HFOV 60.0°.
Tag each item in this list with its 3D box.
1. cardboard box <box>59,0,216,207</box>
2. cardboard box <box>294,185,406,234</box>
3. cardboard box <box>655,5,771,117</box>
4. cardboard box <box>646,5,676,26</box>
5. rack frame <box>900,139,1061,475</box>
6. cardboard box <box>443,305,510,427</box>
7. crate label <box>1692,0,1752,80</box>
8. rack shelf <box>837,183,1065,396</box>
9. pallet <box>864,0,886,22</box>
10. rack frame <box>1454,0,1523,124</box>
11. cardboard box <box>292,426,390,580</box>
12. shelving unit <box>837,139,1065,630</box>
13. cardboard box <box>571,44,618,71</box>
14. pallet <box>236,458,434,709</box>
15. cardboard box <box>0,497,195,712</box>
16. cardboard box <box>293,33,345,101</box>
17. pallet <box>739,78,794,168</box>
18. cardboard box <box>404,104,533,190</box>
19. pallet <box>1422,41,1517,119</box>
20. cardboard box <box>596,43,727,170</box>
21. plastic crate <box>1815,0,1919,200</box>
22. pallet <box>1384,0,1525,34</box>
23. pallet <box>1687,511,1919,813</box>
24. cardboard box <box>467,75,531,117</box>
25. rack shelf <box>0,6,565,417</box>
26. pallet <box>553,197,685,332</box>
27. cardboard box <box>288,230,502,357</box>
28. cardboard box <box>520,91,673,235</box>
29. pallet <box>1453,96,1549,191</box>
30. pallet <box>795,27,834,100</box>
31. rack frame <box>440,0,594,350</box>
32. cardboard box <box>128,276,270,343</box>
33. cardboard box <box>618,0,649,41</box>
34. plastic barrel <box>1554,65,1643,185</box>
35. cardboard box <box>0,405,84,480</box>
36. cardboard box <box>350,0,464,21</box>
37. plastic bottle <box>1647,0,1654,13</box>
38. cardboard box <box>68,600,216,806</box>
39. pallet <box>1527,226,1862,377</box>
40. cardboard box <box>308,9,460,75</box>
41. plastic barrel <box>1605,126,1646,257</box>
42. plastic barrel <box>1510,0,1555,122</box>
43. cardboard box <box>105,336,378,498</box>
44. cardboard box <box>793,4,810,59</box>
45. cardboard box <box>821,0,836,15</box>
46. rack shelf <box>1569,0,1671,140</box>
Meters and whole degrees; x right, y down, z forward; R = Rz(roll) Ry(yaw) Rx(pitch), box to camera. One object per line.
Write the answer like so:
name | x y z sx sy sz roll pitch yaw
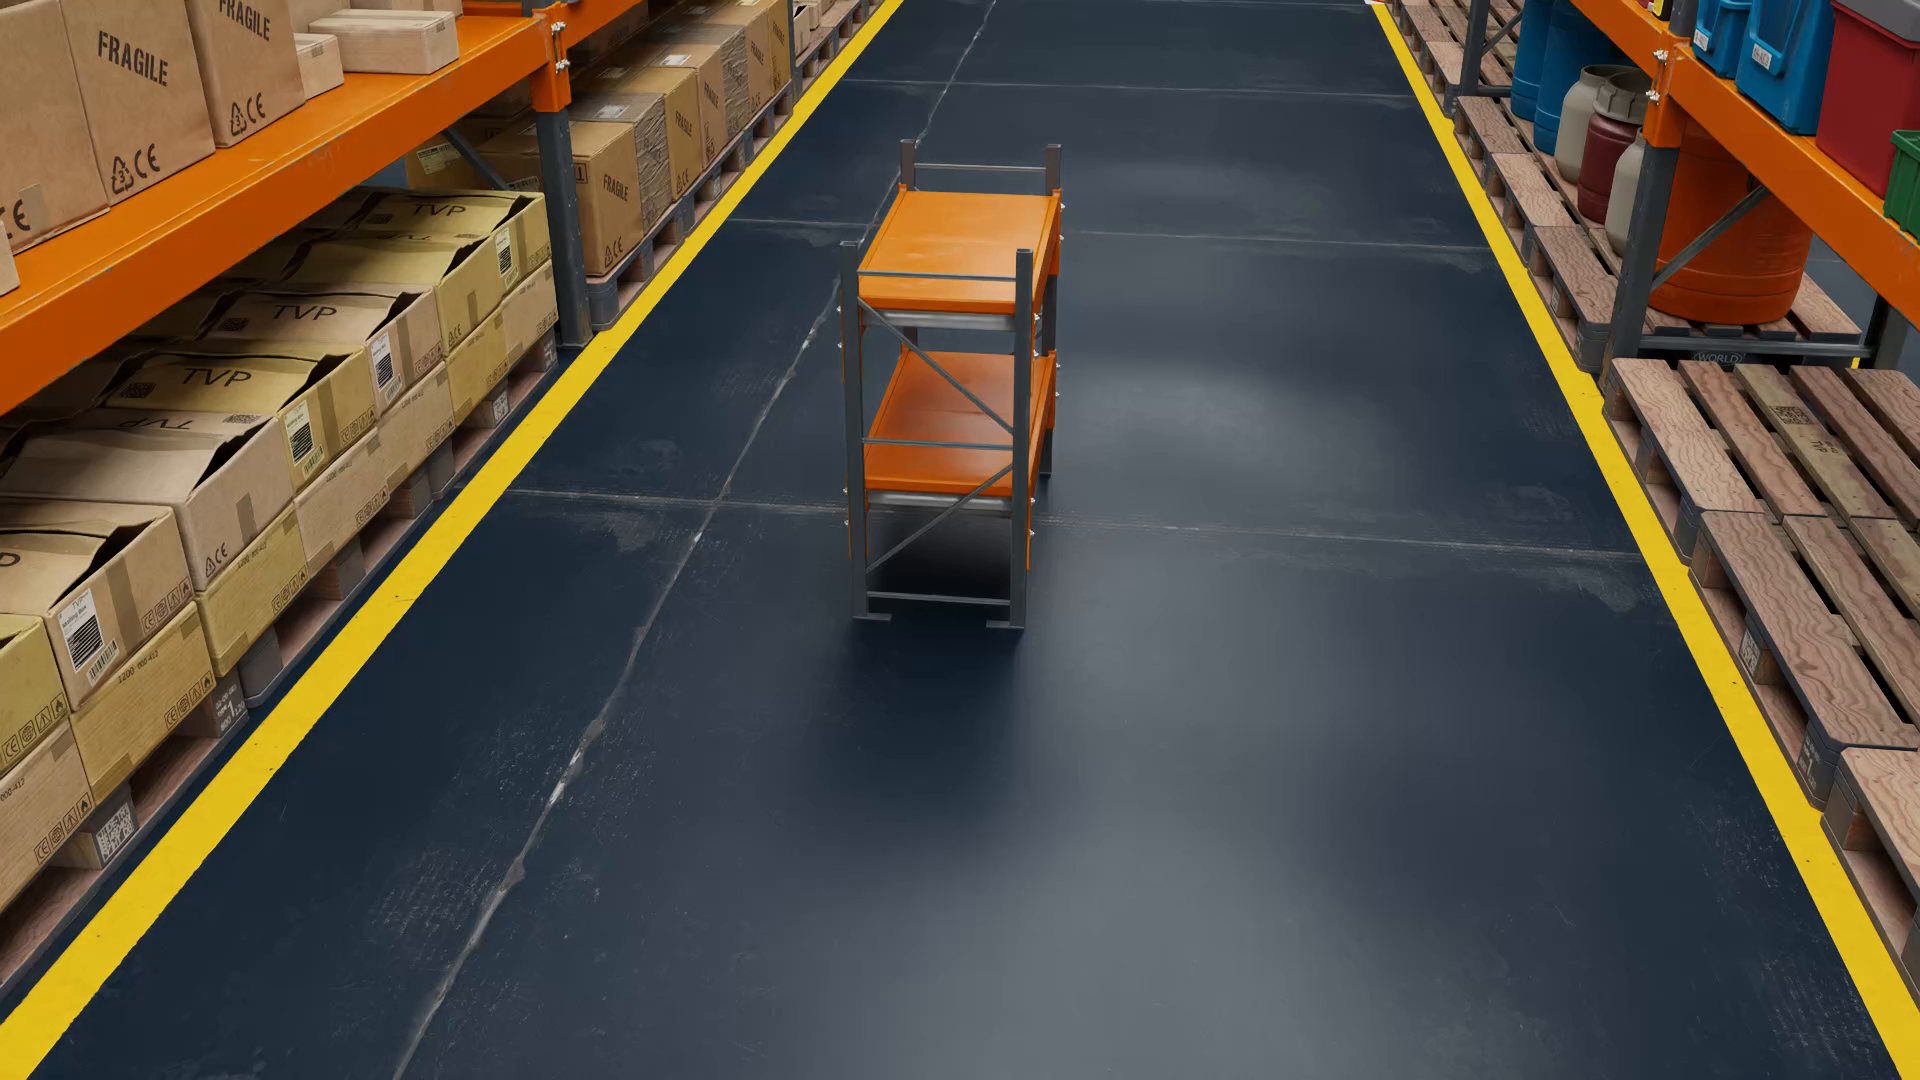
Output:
cardboard box | -2.250 -1.145 4.108 0.500 0.500 0.500 3 28 6
cardboard box | -2.352 -1.132 6.053 0.500 0.311 0.500 4 29 8
cardboard box | -1.351 -2.635 9.150 0.500 0.500 0.500 3 29 6
cardboard box | -1.862 -2.651 9.179 0.500 0.500 0.500 4 29 7
rack frame | 0.063 -0.738 5.433 0.500 1.125 0.032 3 28 6
cardboard box | -1.878 -0.610 5.675 0.500 0.250 0.500 3 28 6
crate label | 2.496 -1.600 5.234 0.303 0.233 0.416 3 28 6
rack shelf | 0.001 -0.756 4.850 0.538 0.278 1.000 3 28 6
pallet | -1.122 -4.267 12.948 1.003 0.211 1.213 3 28 6
rack frame | 3.409 -3.733 9.017 1.000 3.000 0.127 3 28 6
cardboard box | -2.003 -0.131 4.786 0.500 0.250 0.500 4 29 7
shelving unit | 0.001 -0.498 4.989 0.538 1.125 1.048 3 28 6
cardboard box | -1.993 -2.178 8.302 0.500 0.500 0.500 2 28 4
pallet | -2.288 0.046 4.943 1.003 0.211 1.213 3 28 6
cardboard box | -2.122 0.106 3.755 0.500 0.311 0.500 3 28 6
cardboard box | -2.097 -1.426 4.999 0.380 0.149 0.250 5 29 10
pallet | -1.568 -2.410 9.501 1.003 0.211 1.213 3 28 6
cardboard box | -2.115 -1.687 7.390 0.500 0.500 0.500 4 29 8
pallet | 3.461 -2.854 10.325 1.003 0.211 1.213 3 28 6
cardboard box | -1.473 -2.159 8.267 0.500 0.500 0.500 2 28 4
plastic crate | 2.418 -1.136 4.128 0.402 0.464 0.583 3 28 6
pallet | 3.760 -4.002 12.457 1.003 0.211 1.213 3 28 6
pallet | 2.634 0.312 4.447 1.003 0.211 1.213 3 28 6
cardboard box | -2.112 -2.044 7.262 0.500 0.250 0.500 4 29 8
rack shelf | -2.241 -0.882 4.482 1.077 0.370 4.000 3 28 6
pallet | -1.867 -1.261 7.369 1.003 0.211 1.213 3 28 6
cardboard box | -1.873 -0.855 5.540 0.500 0.311 0.500 3 28 5
cardboard box | -1.598 -1.677 7.373 0.500 0.500 0.500 2 28 4
pallet | 3.274 -2.145 9.008 1.003 0.211 1.213 3 28 6
pallet | -1.421 -3.118 10.816 1.003 0.211 1.213 3 28 6
rack frame | -1.996 -2.140 6.059 1.000 3.000 0.127 3 28 6
cardboard box | -2.473 -0.644 5.148 0.500 0.311 0.500 3 28 5
cardboard box | -1.930 -2.762 8.595 0.500 0.250 0.500 3 29 6
plastic barrel | 3.081 -1.974 7.931 0.421 0.512 0.421 0 28 0
cardboard box | -2.600 -0.166 4.260 0.500 0.311 0.500 3 28 6
cardboard box | -2.084 -1.932 5.767 0.500 0.311 0.500 5 29 9
plastic bottle | 2.578 -2.031 6.067 0.097 0.201 0.097 0 28 0
cardboard box | -2.127 0.353 3.889 0.500 0.250 0.500 4 29 7
pallet | 2.975 -0.996 6.876 1.003 0.211 1.213 3 28 6
cardboard box | -1.832 -1.590 5.303 0.380 0.149 0.250 3 28 6
plastic barrel | 2.943 -1.442 6.945 0.421 0.512 0.421 0 28 0
plastic barrel | 3.326 -2.739 8.941 0.600 0.901 0.708 3 28 6
cardboard box | -2.001 -0.382 4.662 0.500 0.311 0.500 4 29 8
cardboard box | -1.240 -3.218 10.431 0.500 0.311 0.500 3 28 6
cardboard box | -1.281 -4.002 11.684 0.797 0.503 0.637 3 28 6
rack shelf | 3.164 -2.475 7.440 1.077 0.370 4.000 3 28 6
